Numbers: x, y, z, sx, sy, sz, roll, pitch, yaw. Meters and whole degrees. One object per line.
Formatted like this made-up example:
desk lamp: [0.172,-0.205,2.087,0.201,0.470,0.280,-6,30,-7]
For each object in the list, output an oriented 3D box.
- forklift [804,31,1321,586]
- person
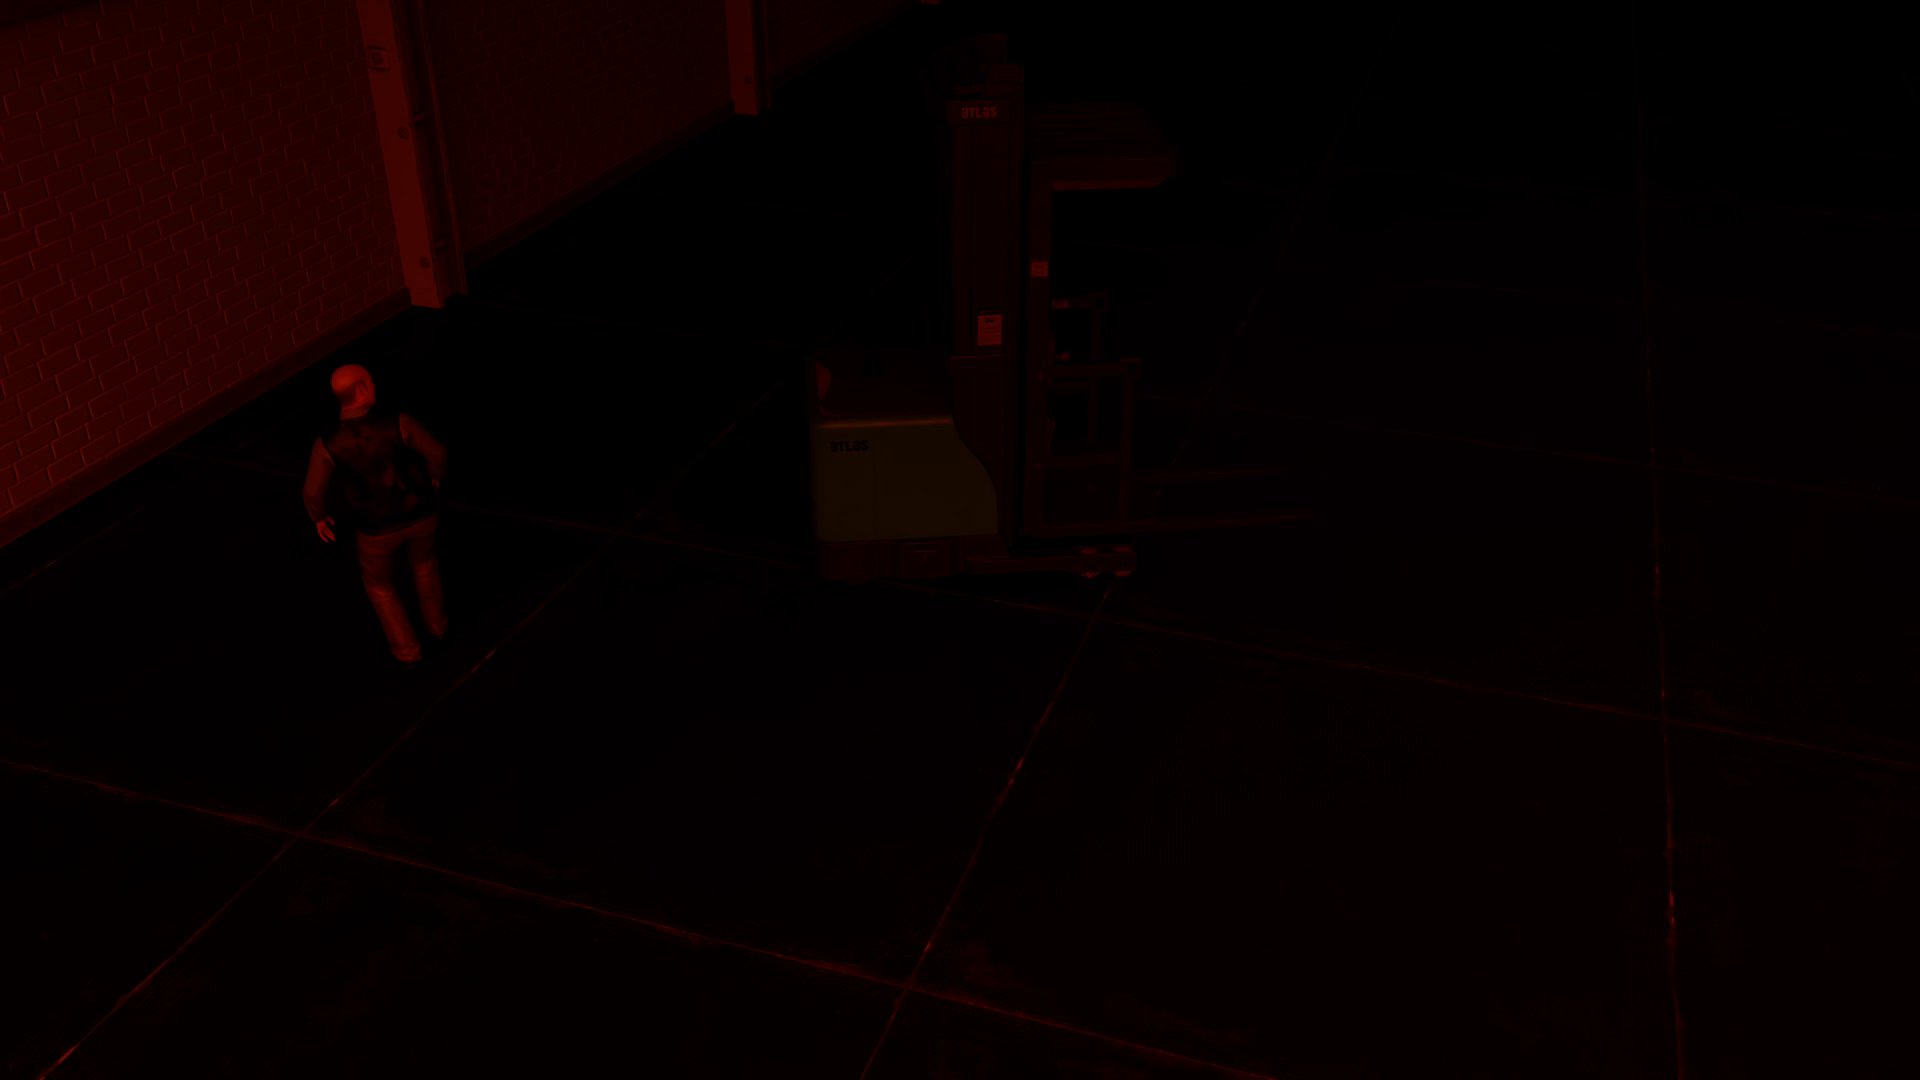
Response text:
forklift: [0.611,-1.314,9.442,3.031,2.935,1.130,-3,30,-6]
person: [-3.006,-0.130,8.623,0.726,1.695,0.512,-19,35,-29]
